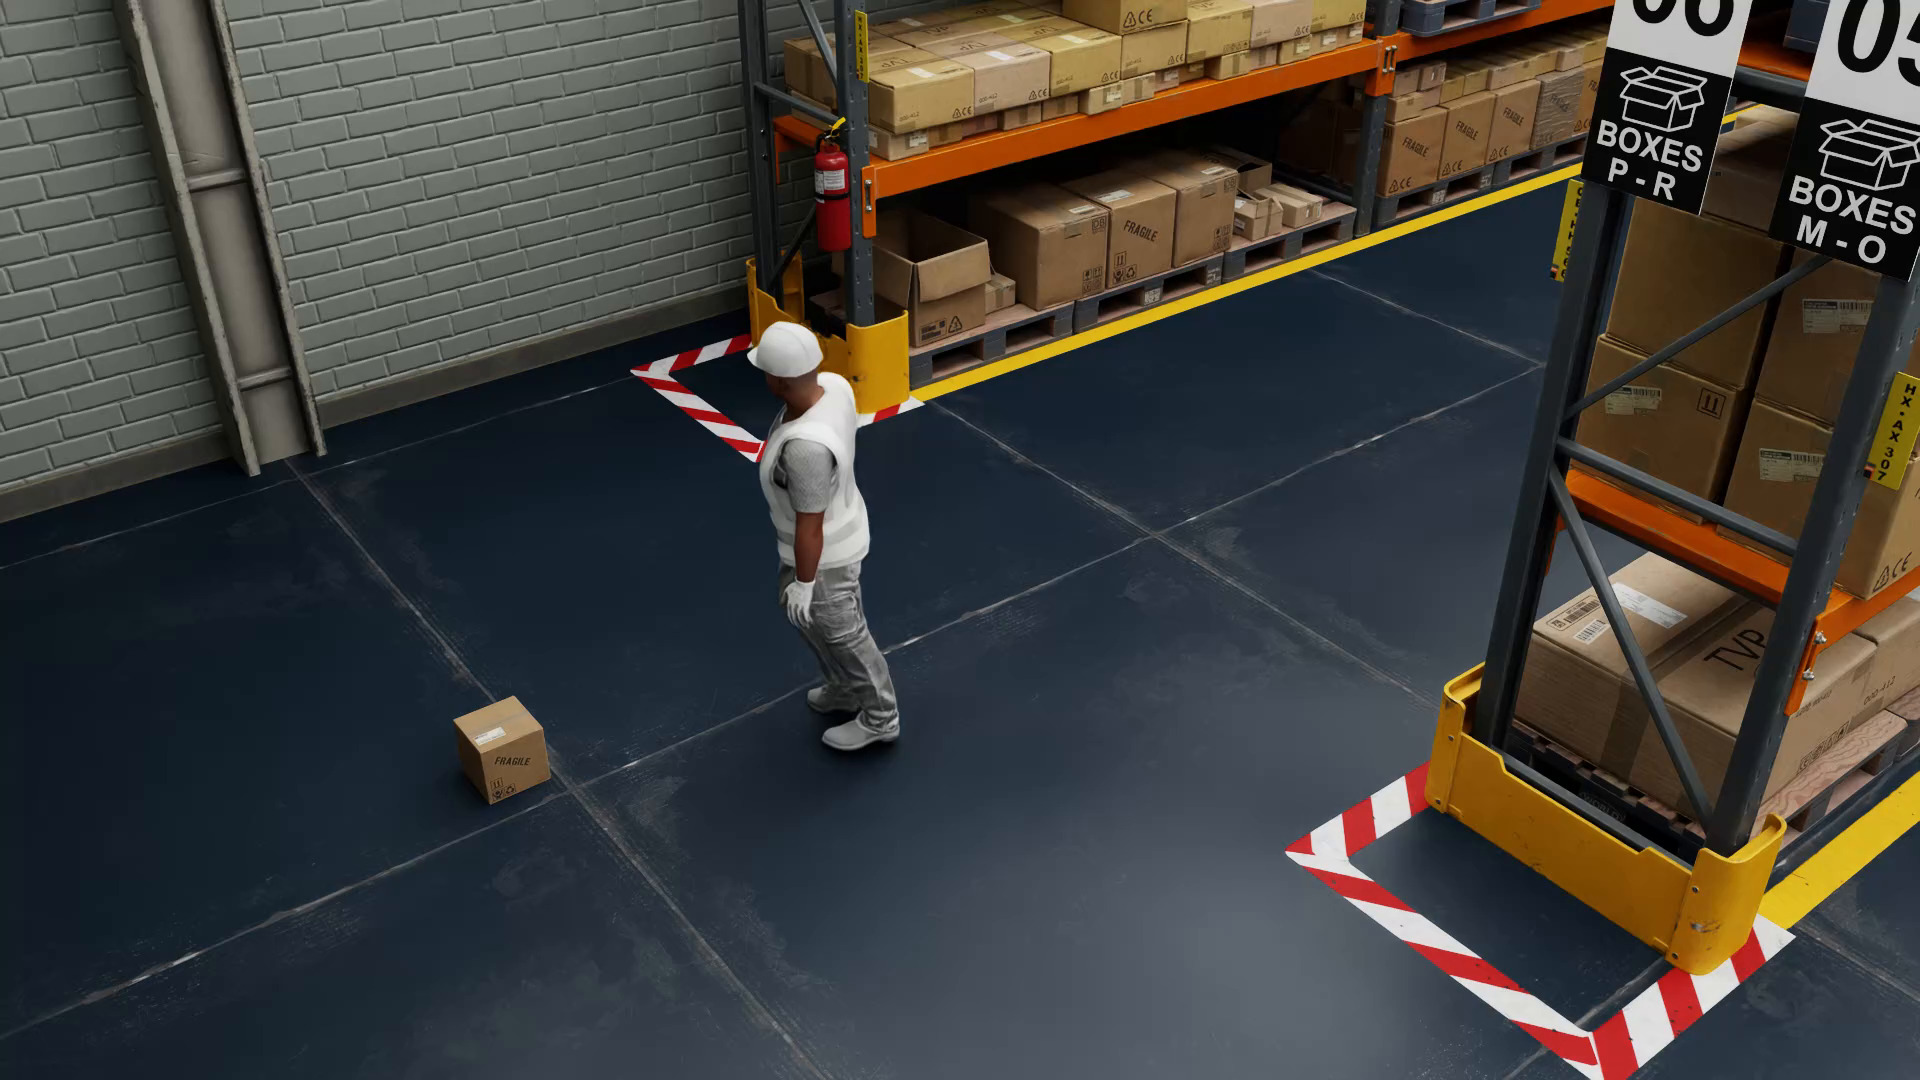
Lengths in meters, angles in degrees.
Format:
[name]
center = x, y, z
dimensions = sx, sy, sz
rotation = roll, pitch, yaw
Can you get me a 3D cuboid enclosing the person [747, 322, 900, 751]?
[person]
center = -0.481, 0.029, 6.053
dimensions = 0.491, 1.791, 0.590
rotation = -1, 32, -1
